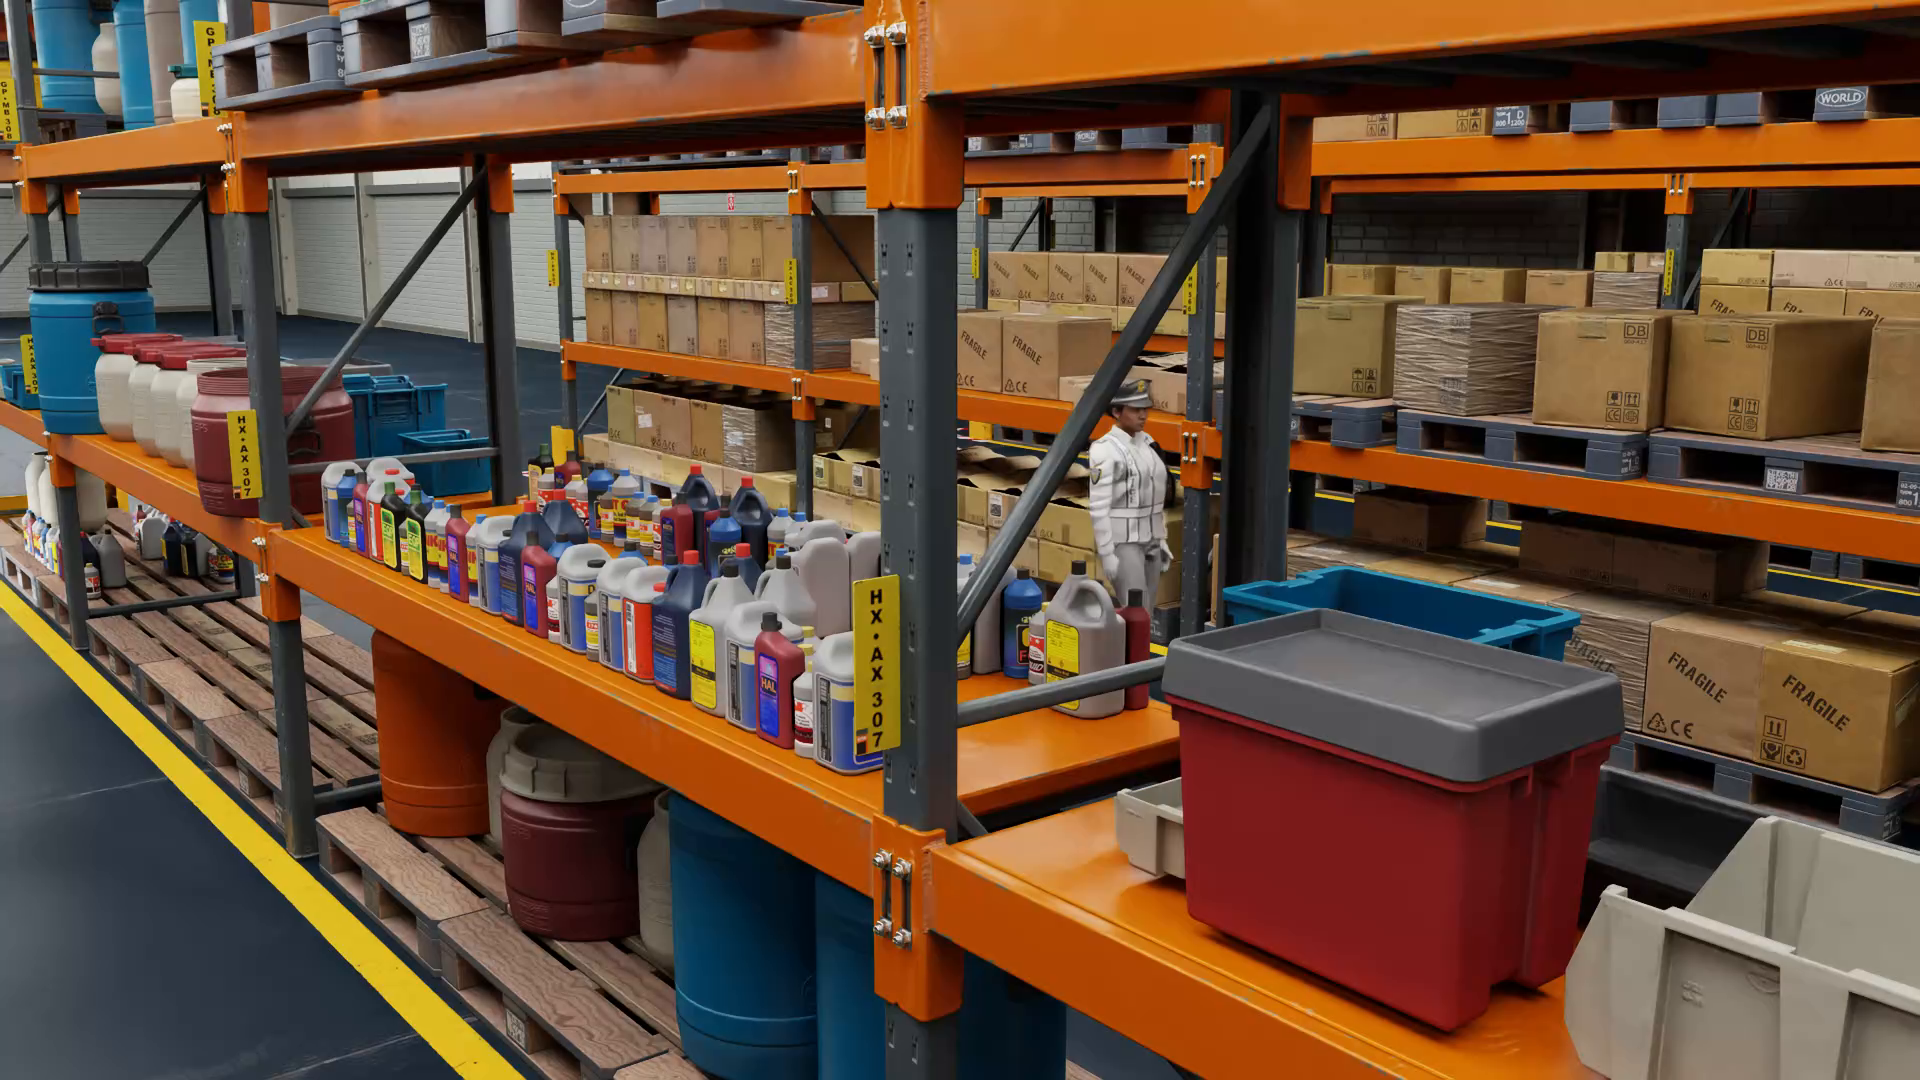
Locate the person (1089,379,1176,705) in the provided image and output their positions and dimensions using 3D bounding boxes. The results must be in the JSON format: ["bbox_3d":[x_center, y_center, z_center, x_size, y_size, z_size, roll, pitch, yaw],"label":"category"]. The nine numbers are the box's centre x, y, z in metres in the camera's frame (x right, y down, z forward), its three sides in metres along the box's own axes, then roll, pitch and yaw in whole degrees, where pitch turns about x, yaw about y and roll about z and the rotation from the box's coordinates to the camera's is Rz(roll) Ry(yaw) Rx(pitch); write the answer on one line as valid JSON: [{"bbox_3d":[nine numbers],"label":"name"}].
[{"bbox_3d":[0.870,0.049,8.157,0.381,1.696,0.515,9,14,39],"label":"person"}]
